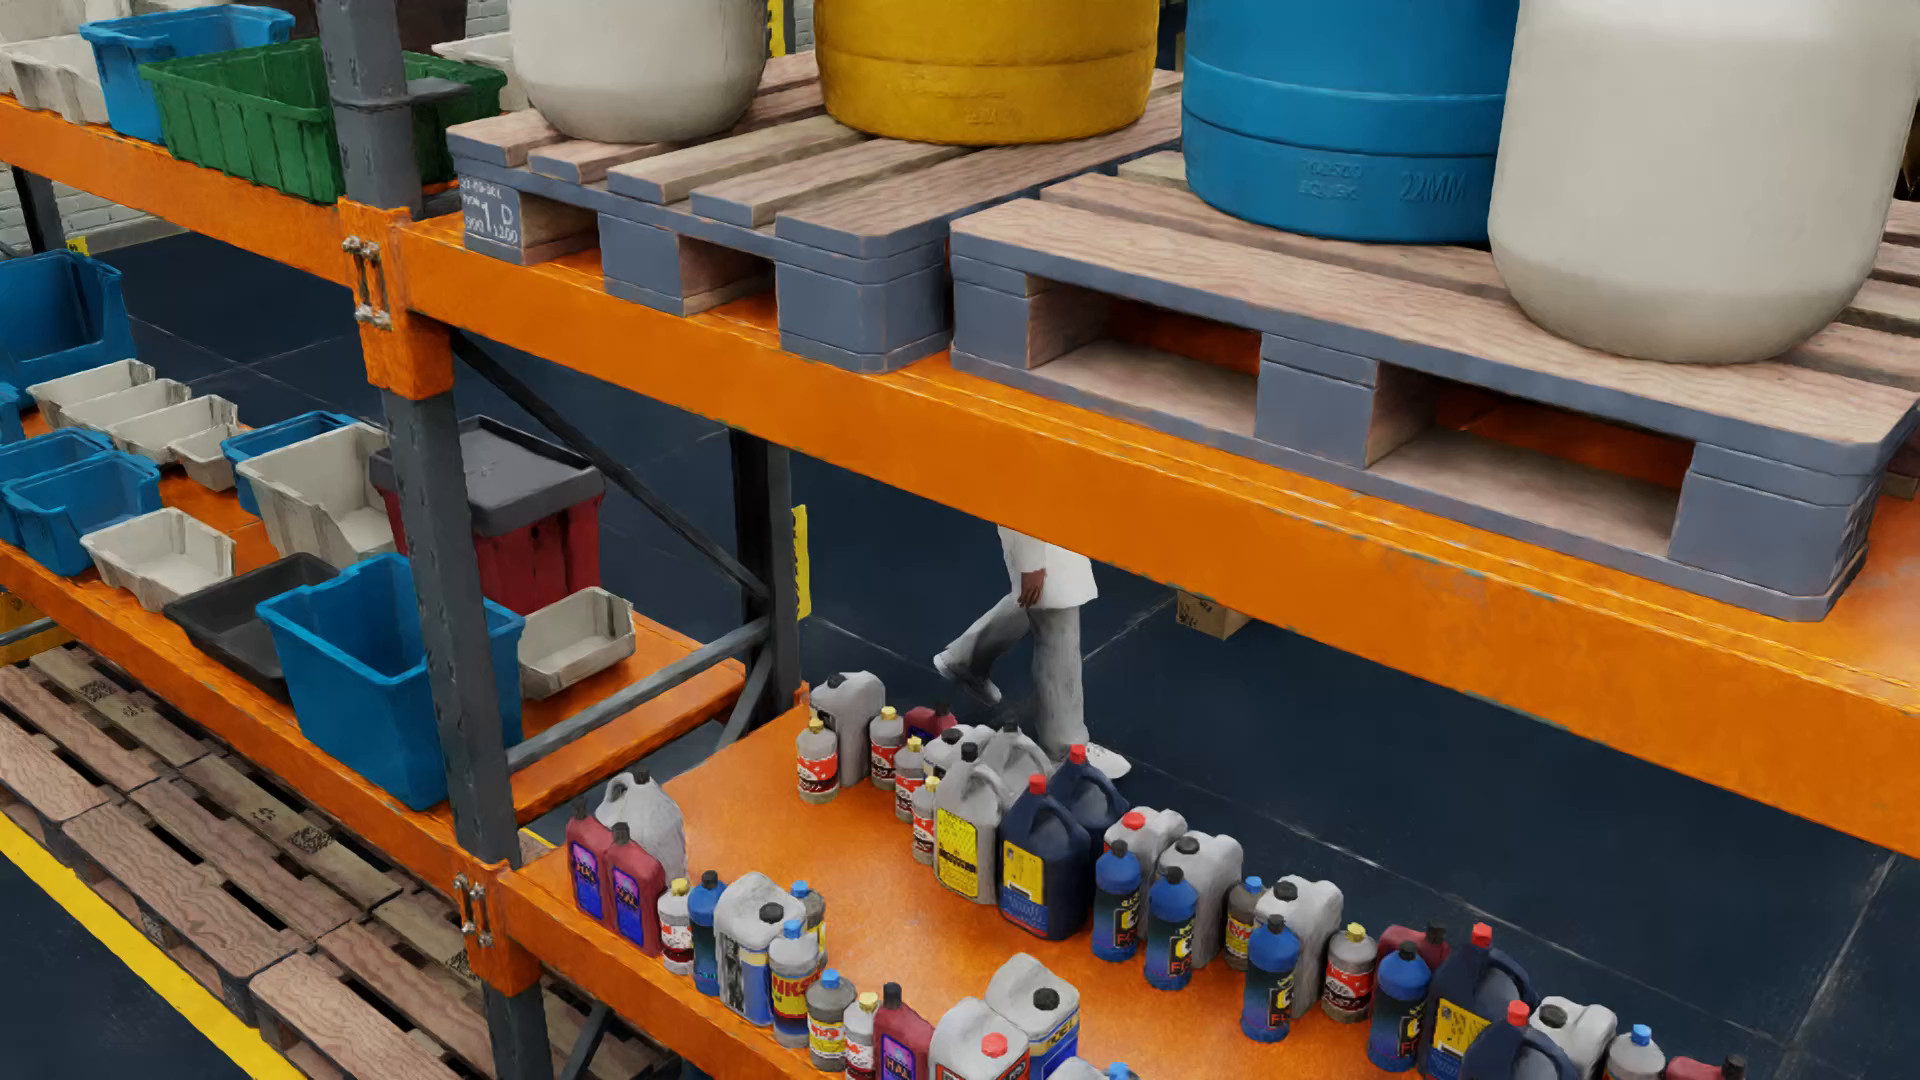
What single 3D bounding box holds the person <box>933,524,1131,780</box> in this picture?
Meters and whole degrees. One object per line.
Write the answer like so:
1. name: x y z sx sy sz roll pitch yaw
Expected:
1. person: 0.259 -0.012 6.120 0.704 1.770 0.672 -3 27 -6
